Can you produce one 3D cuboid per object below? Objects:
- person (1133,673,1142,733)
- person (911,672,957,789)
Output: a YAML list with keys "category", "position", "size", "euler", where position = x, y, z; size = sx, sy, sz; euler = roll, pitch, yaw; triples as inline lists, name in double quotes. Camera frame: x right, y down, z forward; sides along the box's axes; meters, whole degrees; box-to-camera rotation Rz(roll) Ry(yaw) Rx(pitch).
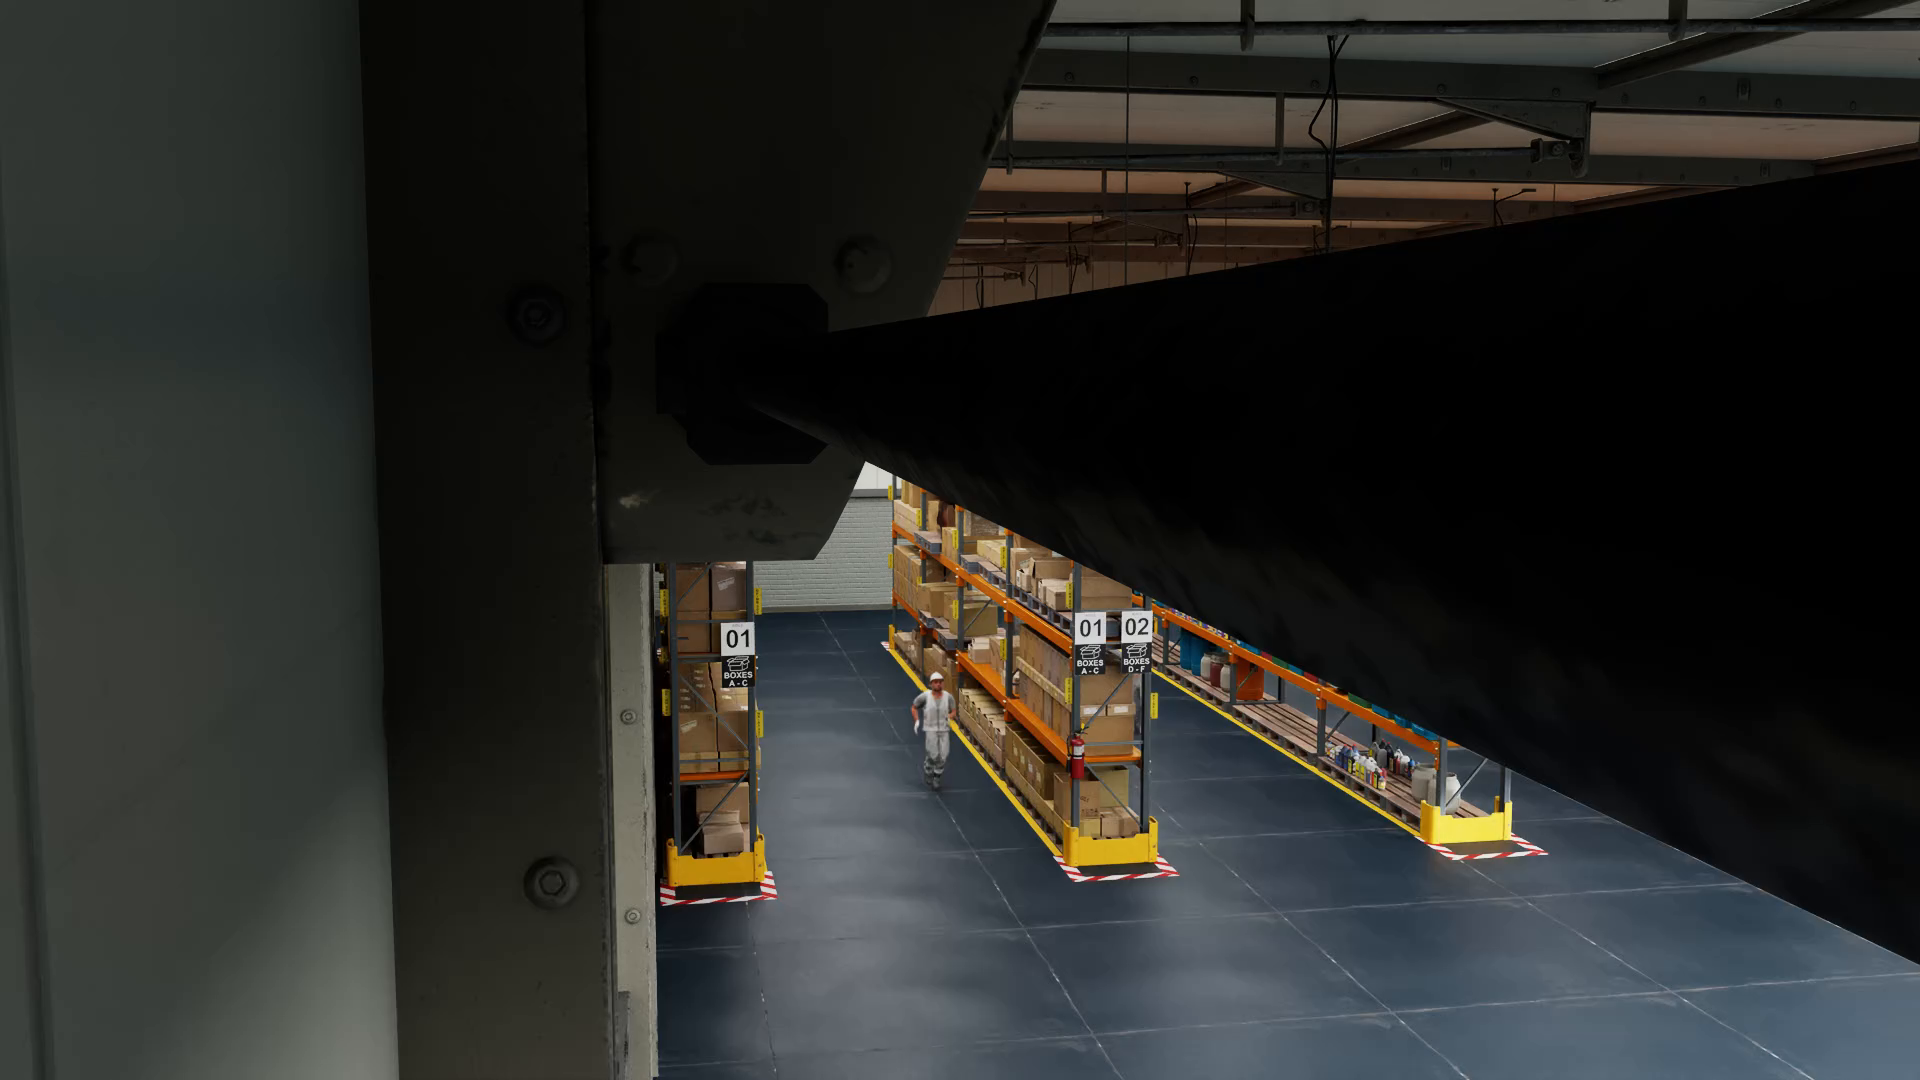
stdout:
- category: "person"
  position: [2.976, 2.475, 28.156]
  size: [0.554, 1.694, 0.705]
  euler: [-2, 7, -20]
- category: "person"
  position: [-0.339, 2.820, 24.403]
  size: [0.646, 1.744, 0.598]
  euler: [-2, 6, -15]
